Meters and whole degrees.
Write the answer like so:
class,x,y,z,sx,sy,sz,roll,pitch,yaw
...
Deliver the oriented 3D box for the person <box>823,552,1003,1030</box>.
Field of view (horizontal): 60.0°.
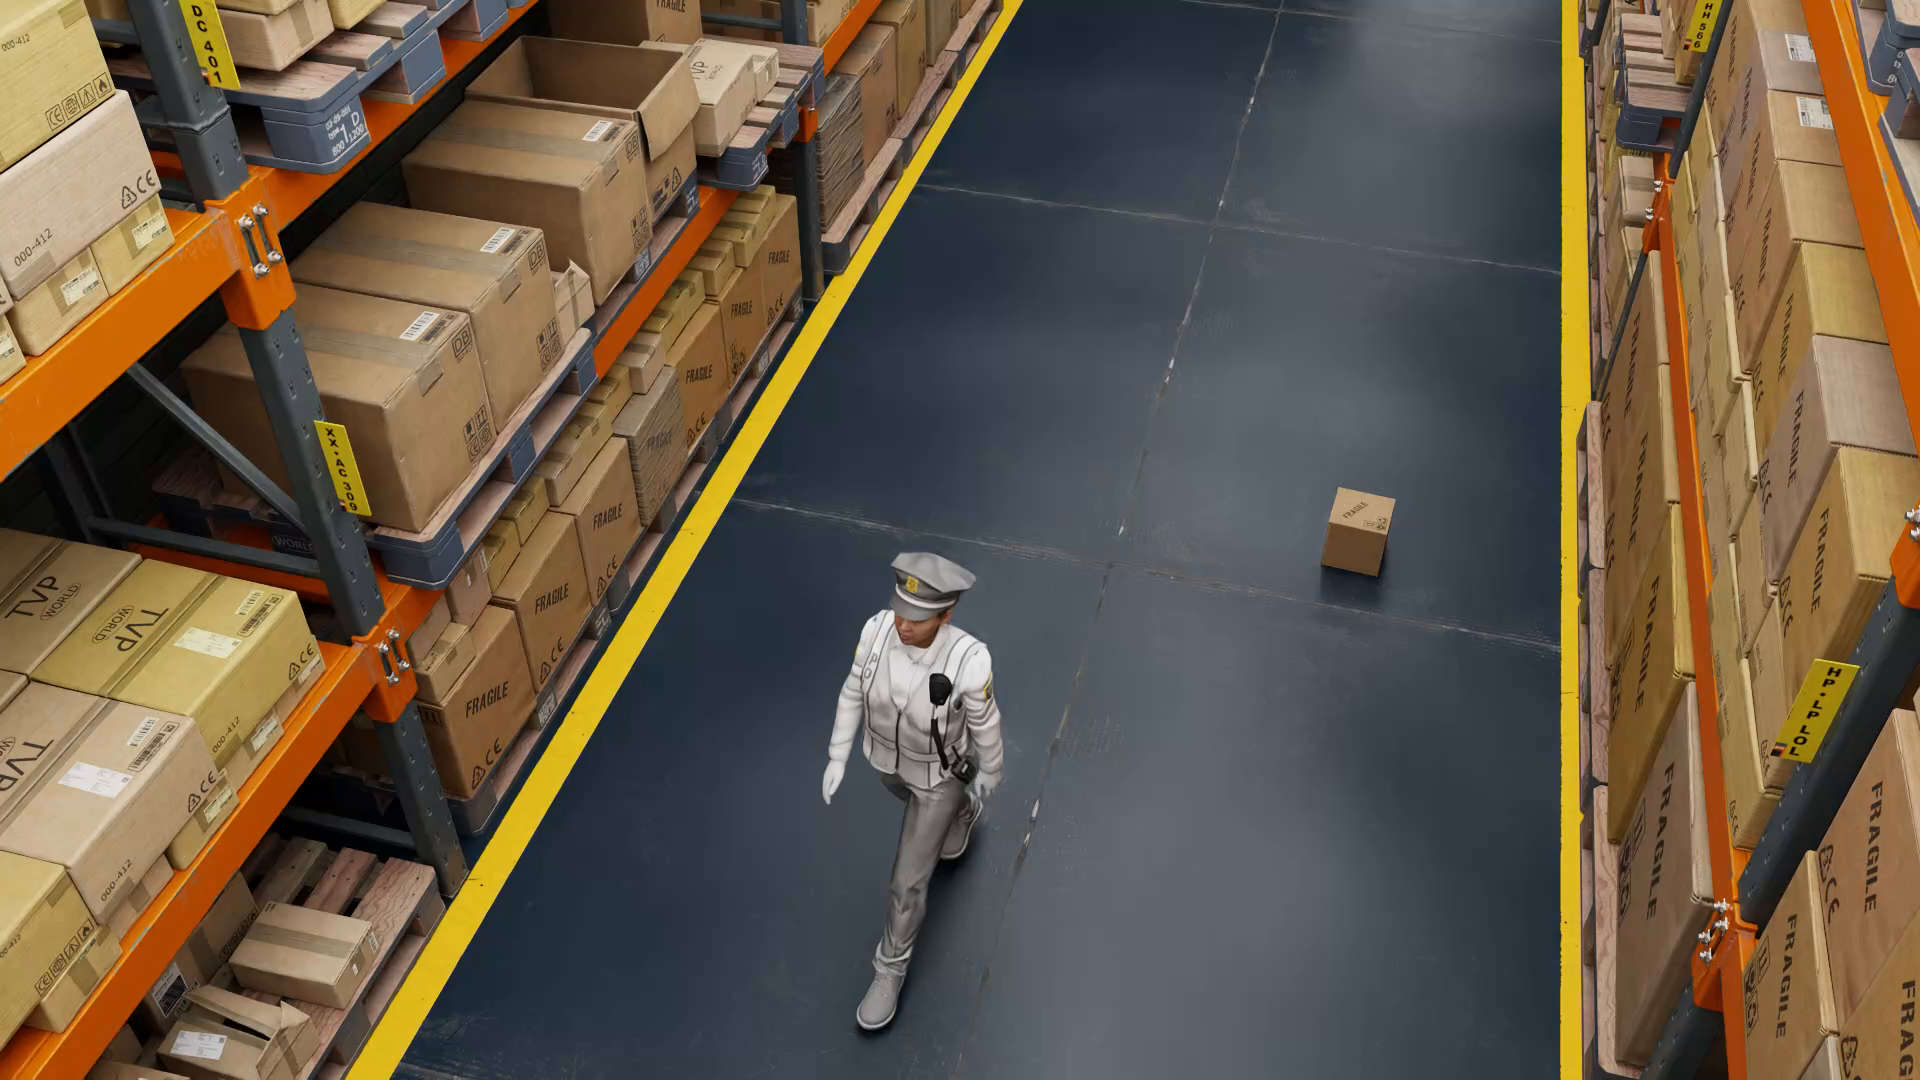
class,x,y,z,sx,sy,sz,roll,pitch,yaw
person,-0.158,0.703,5.328,0.511,1.636,0.995,21,45,22
